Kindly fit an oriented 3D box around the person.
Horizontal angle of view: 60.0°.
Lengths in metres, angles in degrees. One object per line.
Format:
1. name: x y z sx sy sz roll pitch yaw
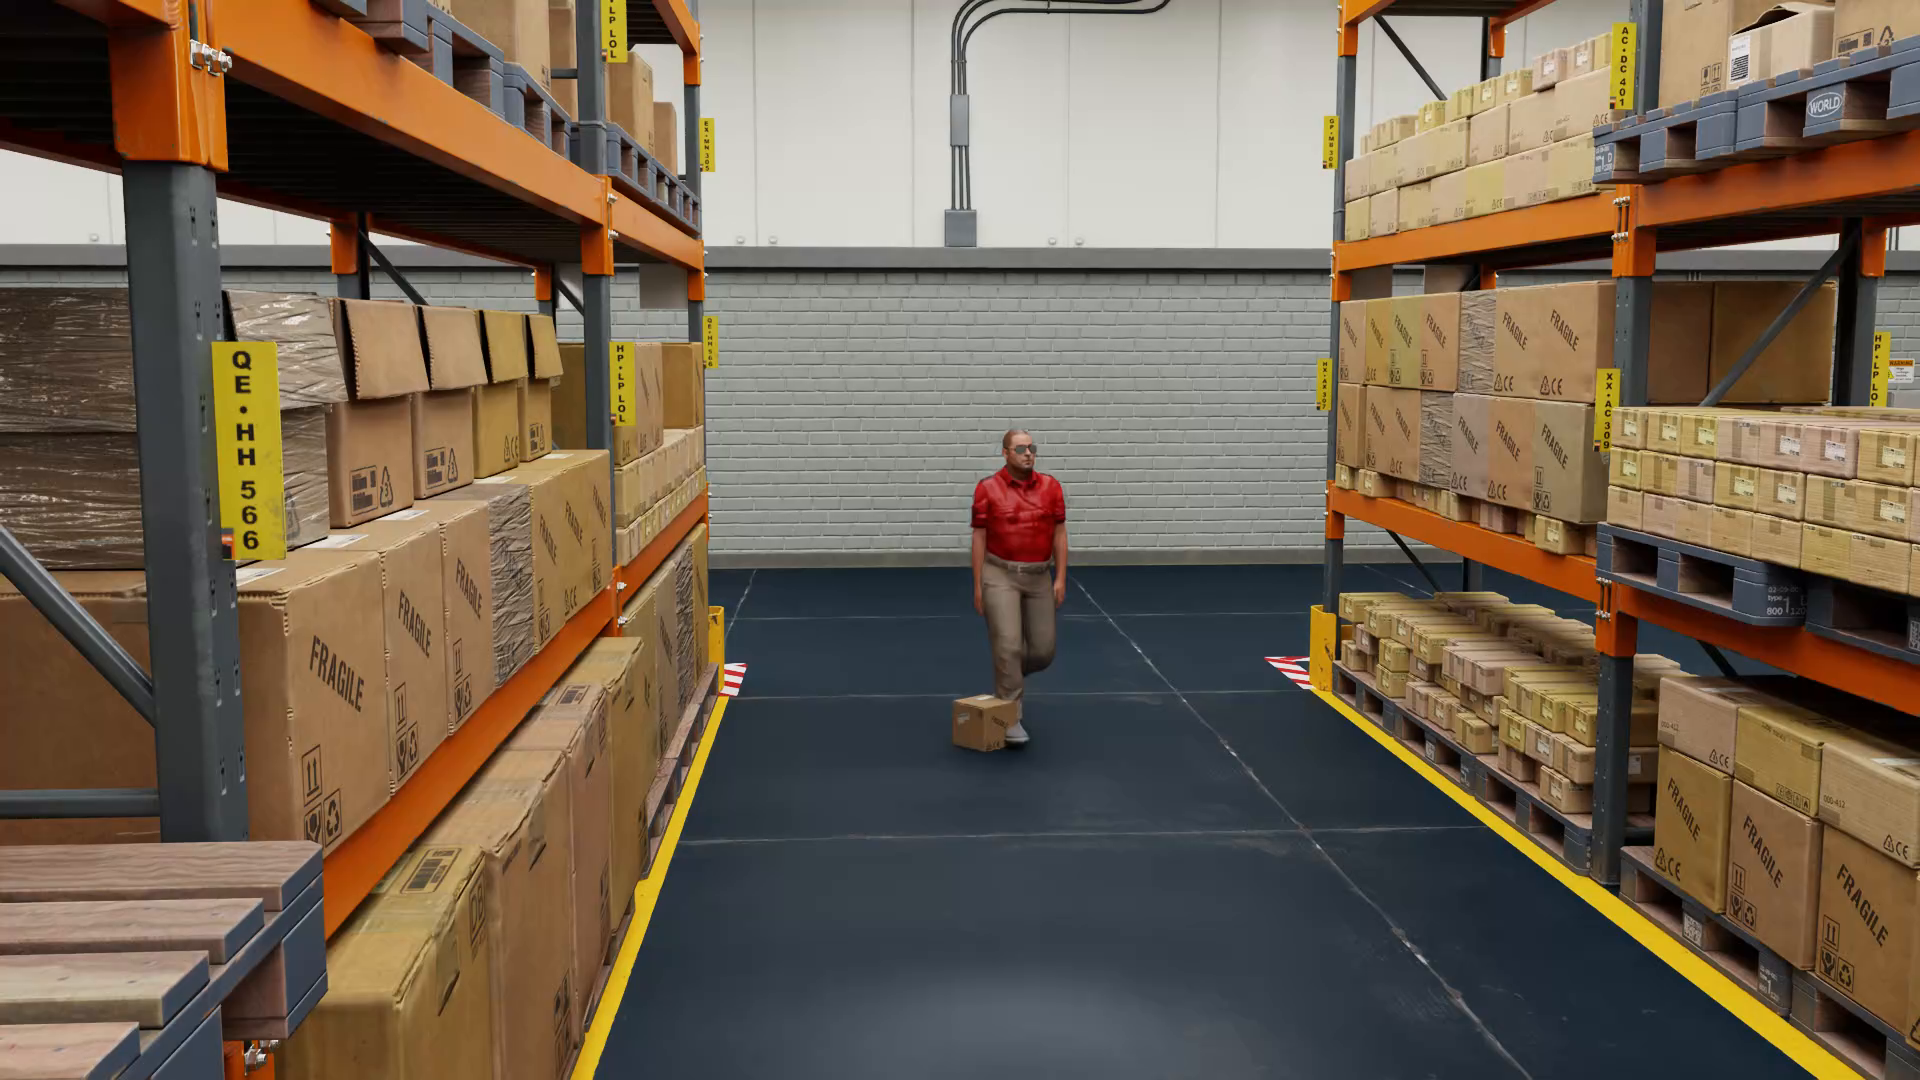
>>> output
1. person: 0.325 0.224 9.288 0.557 1.695 0.781 -2 7 -17
